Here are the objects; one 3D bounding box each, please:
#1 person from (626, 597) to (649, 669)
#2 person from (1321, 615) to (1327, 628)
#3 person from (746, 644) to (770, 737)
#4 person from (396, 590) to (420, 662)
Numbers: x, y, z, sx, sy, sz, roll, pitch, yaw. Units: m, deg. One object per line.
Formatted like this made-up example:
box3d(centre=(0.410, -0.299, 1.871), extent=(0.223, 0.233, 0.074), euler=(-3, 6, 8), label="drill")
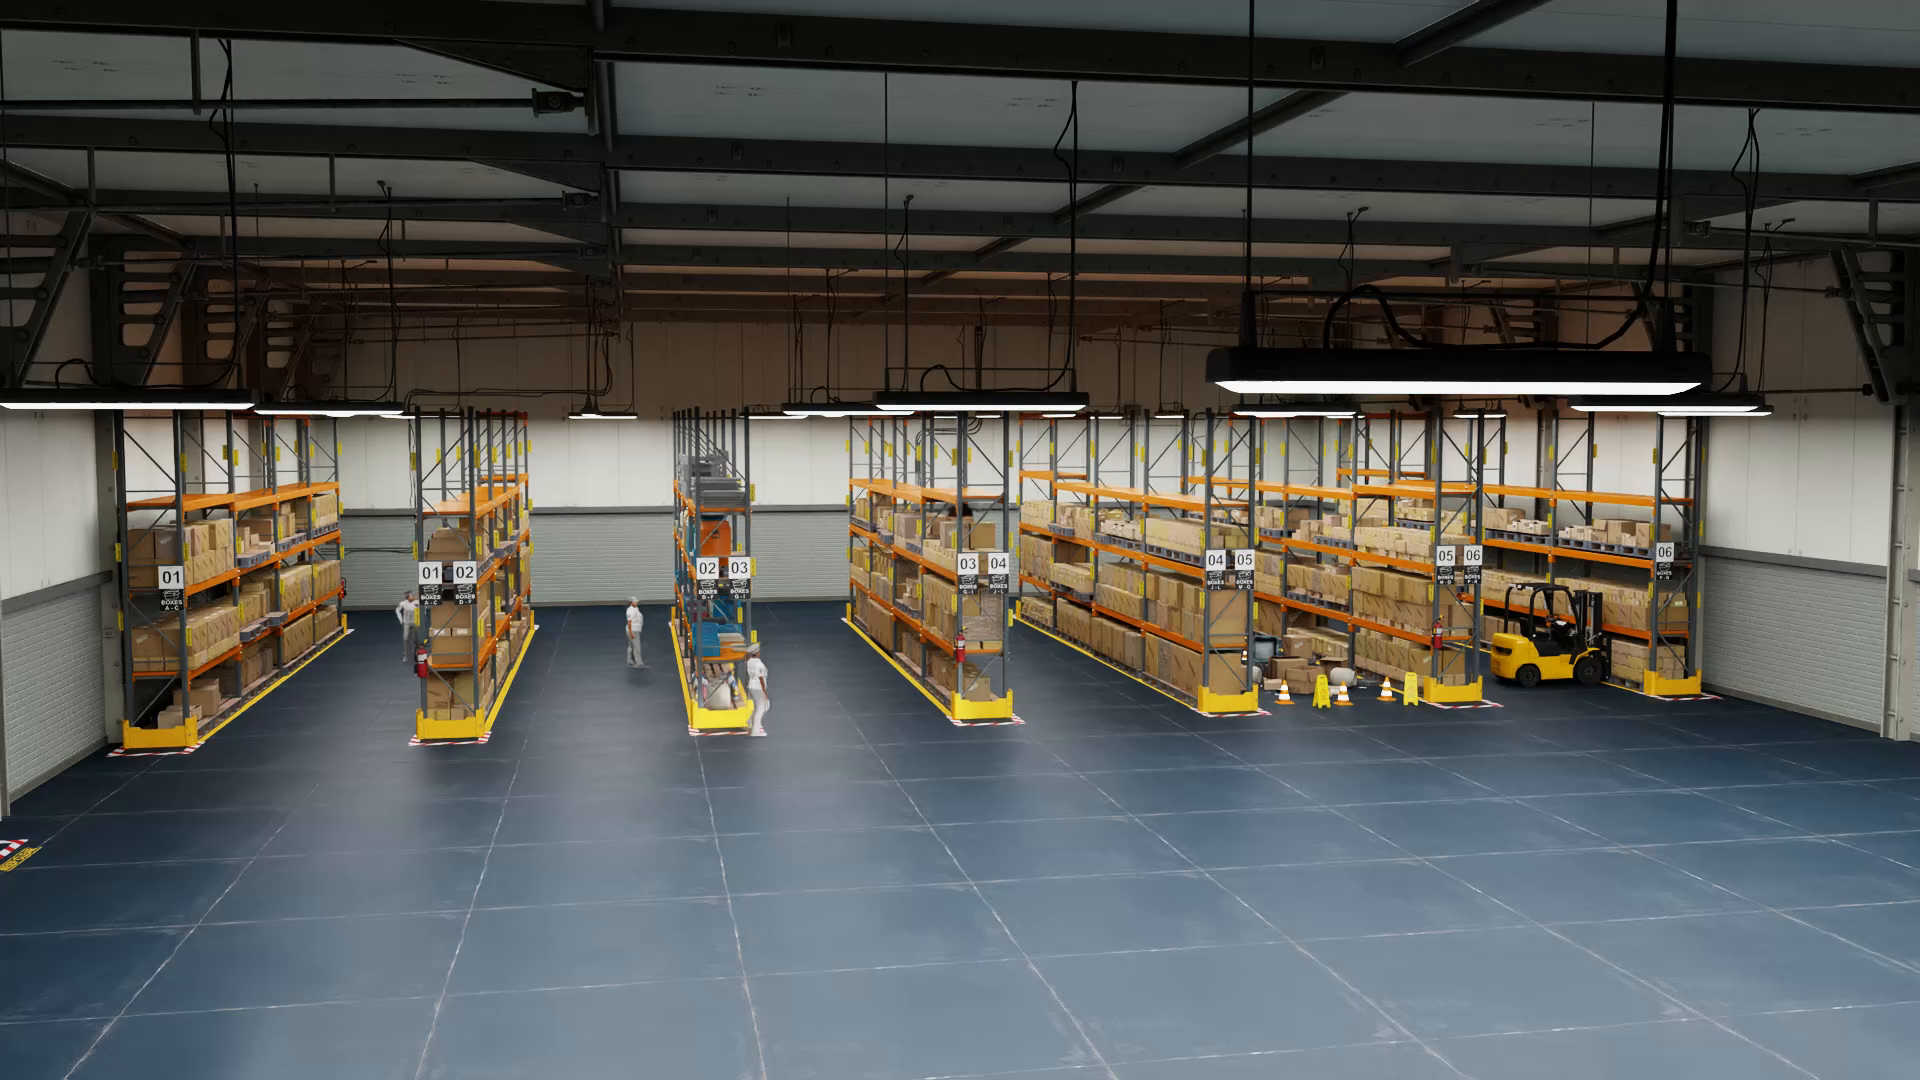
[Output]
box3d(centre=(-7.497, 2.144, 38.696), extent=(0.542, 1.662, 0.523), euler=(0, 4, -4), label="person")
box3d(centre=(10.033, 1.543, 46.384), extent=(0.517, 1.783, 0.627), euler=(0, 4, -2), label="person")
box3d(centre=(-3.648, 2.717, 30.183), extent=(0.442, 1.679, 0.439), euler=(-1, 4, -13), label="person")
box3d(centre=(-13.221, 2.050, 39.972), extent=(0.651, 1.728, 0.804), euler=(0, 4, -6), label="person")
